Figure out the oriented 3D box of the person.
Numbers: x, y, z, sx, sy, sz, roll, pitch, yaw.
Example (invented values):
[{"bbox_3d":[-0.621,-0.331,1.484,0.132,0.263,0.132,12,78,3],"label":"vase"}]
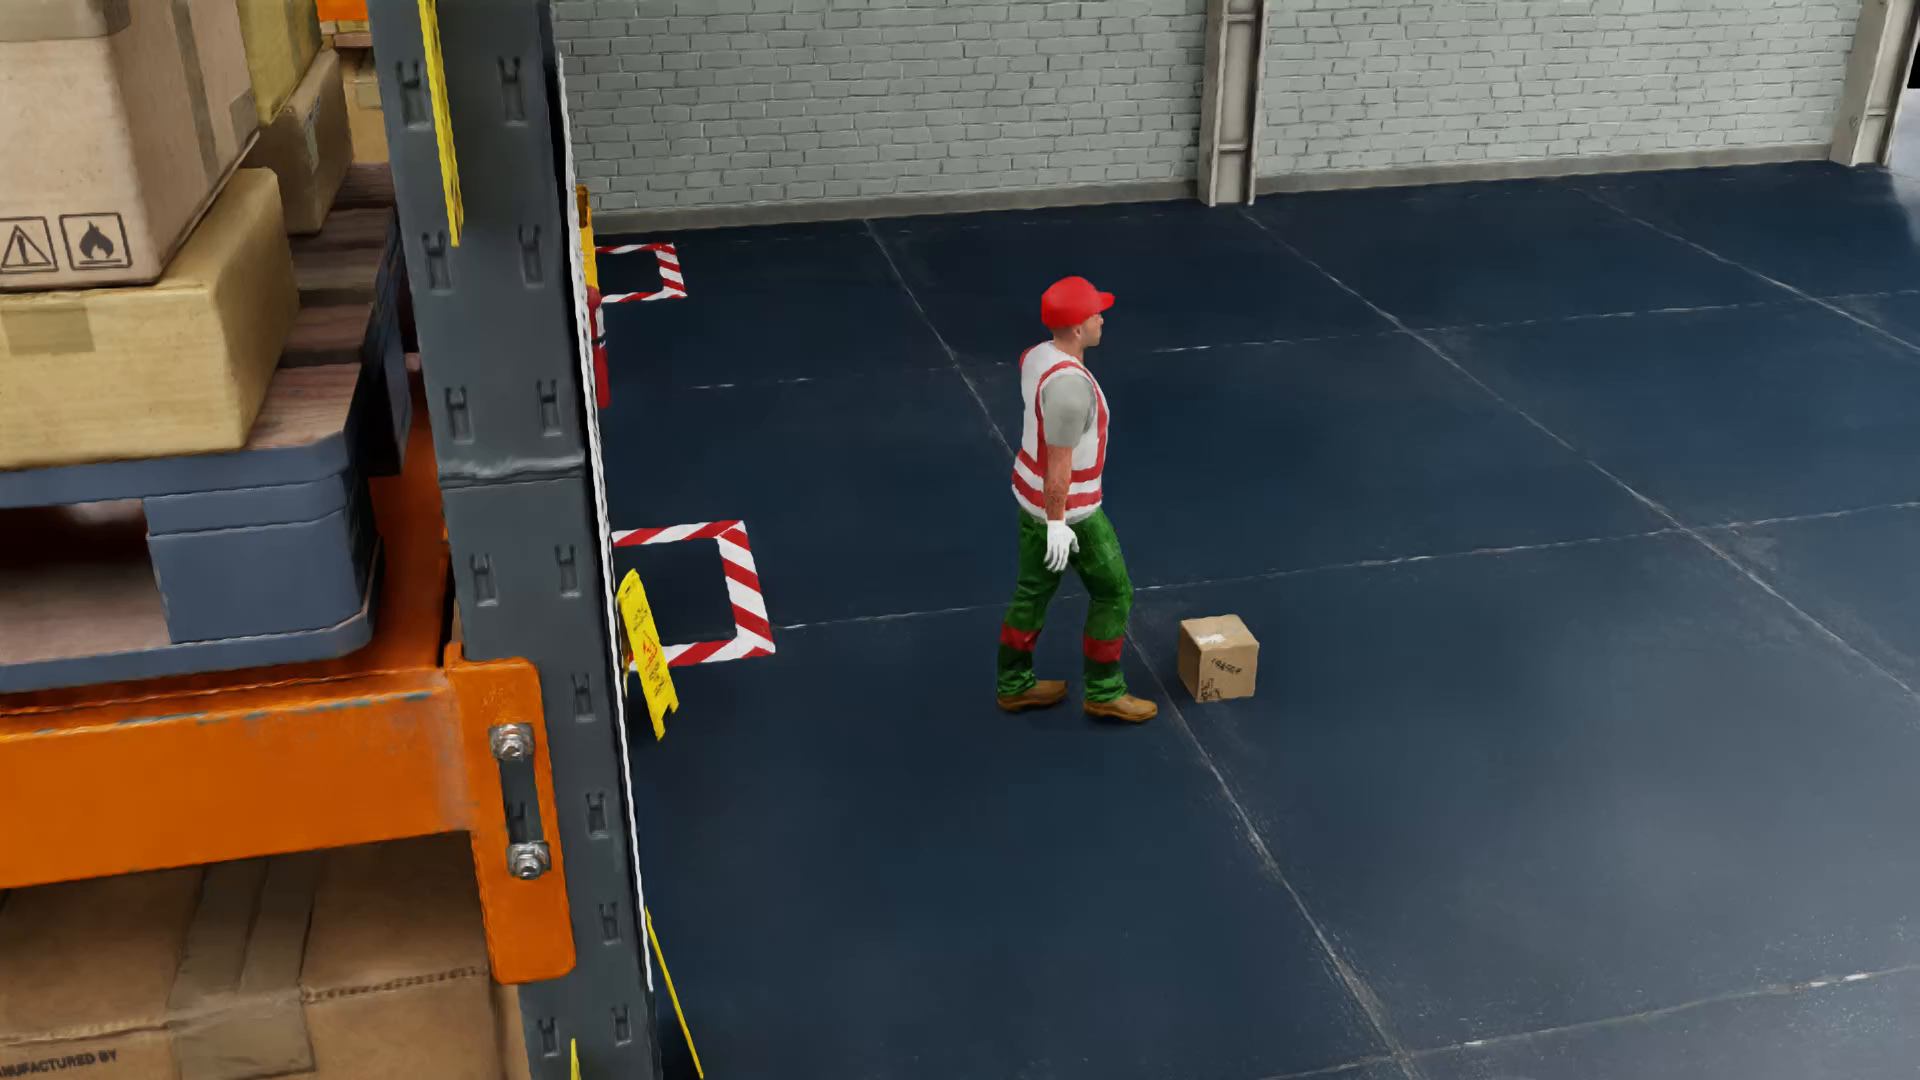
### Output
[{"bbox_3d":[0.443,-0.151,6.360,0.604,1.779,0.543,-8,28,-15],"label":"person"}]
